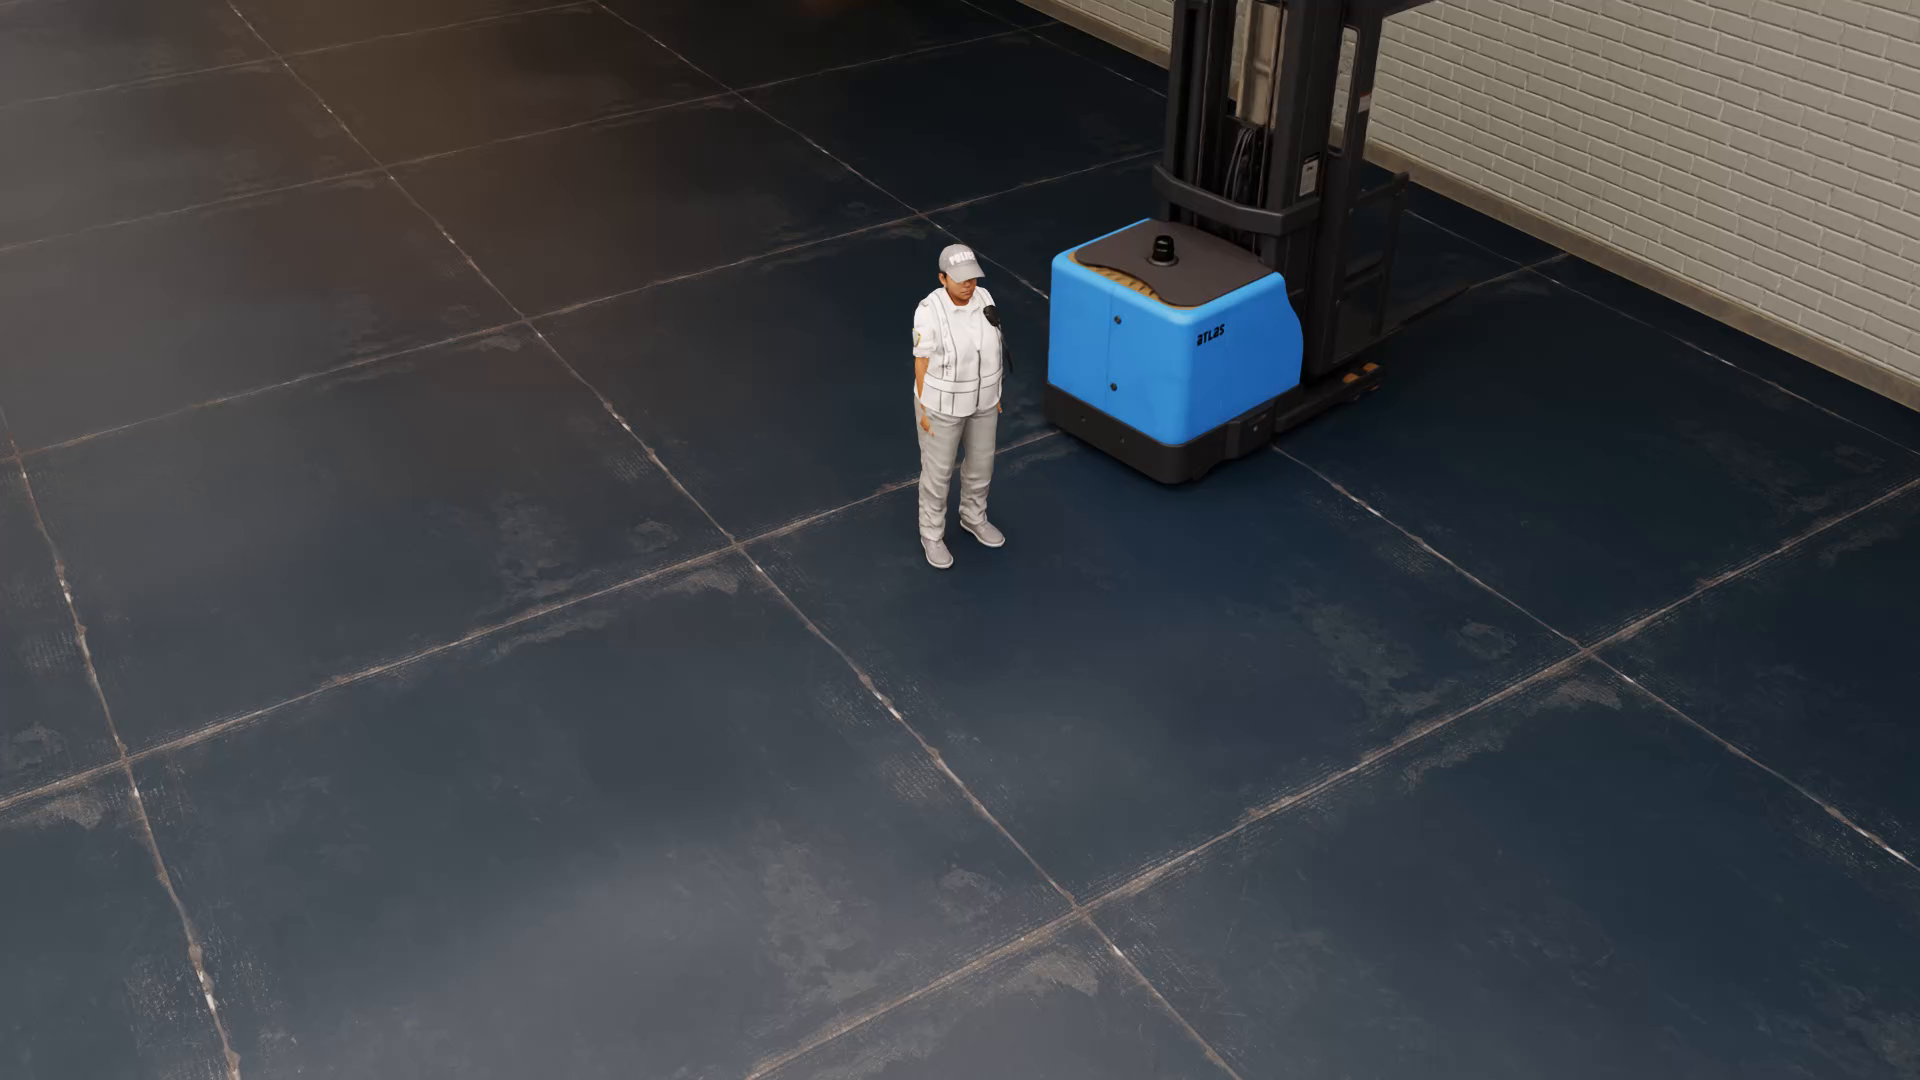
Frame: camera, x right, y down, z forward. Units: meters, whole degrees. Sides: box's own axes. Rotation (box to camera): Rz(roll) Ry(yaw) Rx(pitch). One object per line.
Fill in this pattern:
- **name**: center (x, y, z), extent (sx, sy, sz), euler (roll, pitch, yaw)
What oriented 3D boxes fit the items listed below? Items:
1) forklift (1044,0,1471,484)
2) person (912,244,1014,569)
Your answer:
- **forklift**: center (1.920, -2.221, 9.309), extent (3.031, 2.935, 1.130), euler (-27, 43, -33)
- **person**: center (-0.007, -0.675, 8.216), extent (0.478, 1.668, 0.388), euler (-21, 40, -27)
